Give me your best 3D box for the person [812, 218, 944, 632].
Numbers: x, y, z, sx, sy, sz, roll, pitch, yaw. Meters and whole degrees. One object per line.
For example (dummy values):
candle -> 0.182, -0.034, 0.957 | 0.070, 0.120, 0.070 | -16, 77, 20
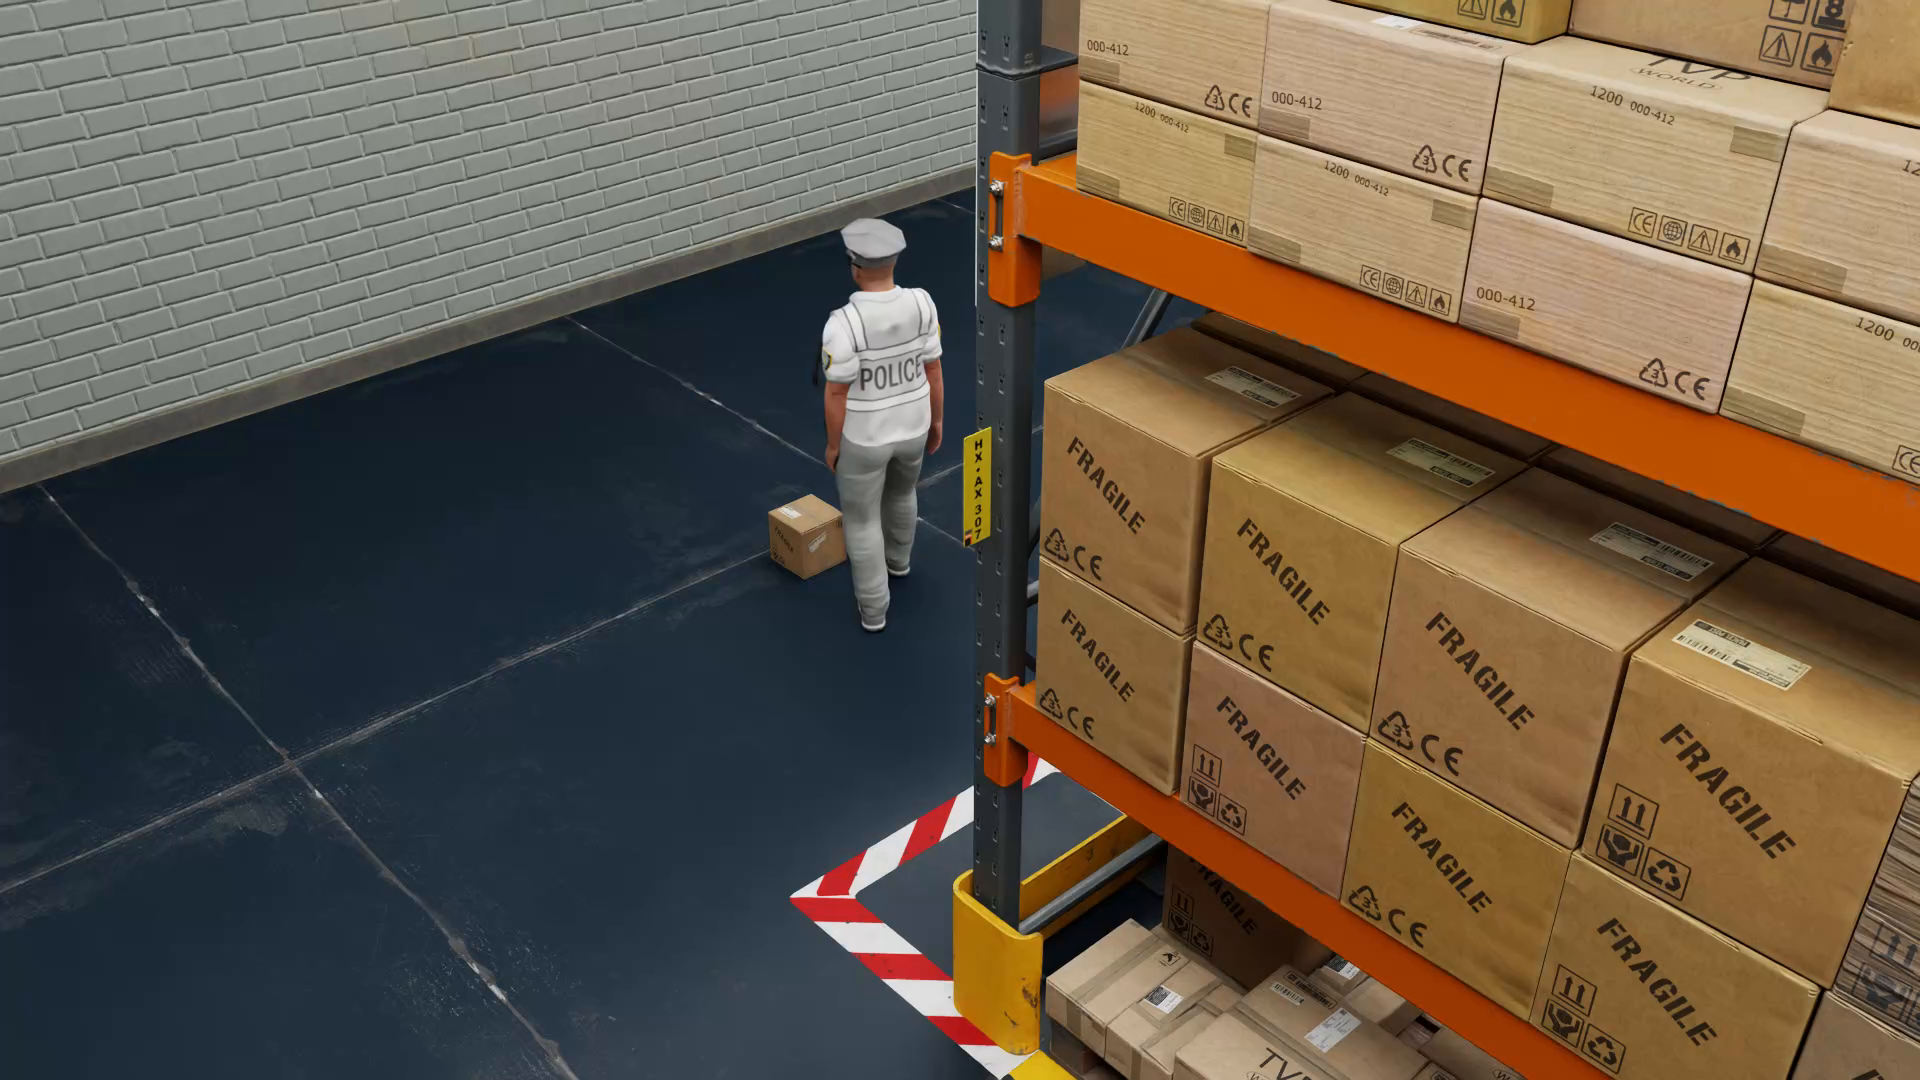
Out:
person -> -0.397, -0.524, 6.965 | 0.547, 1.758, 0.627 | -19, 36, -28
